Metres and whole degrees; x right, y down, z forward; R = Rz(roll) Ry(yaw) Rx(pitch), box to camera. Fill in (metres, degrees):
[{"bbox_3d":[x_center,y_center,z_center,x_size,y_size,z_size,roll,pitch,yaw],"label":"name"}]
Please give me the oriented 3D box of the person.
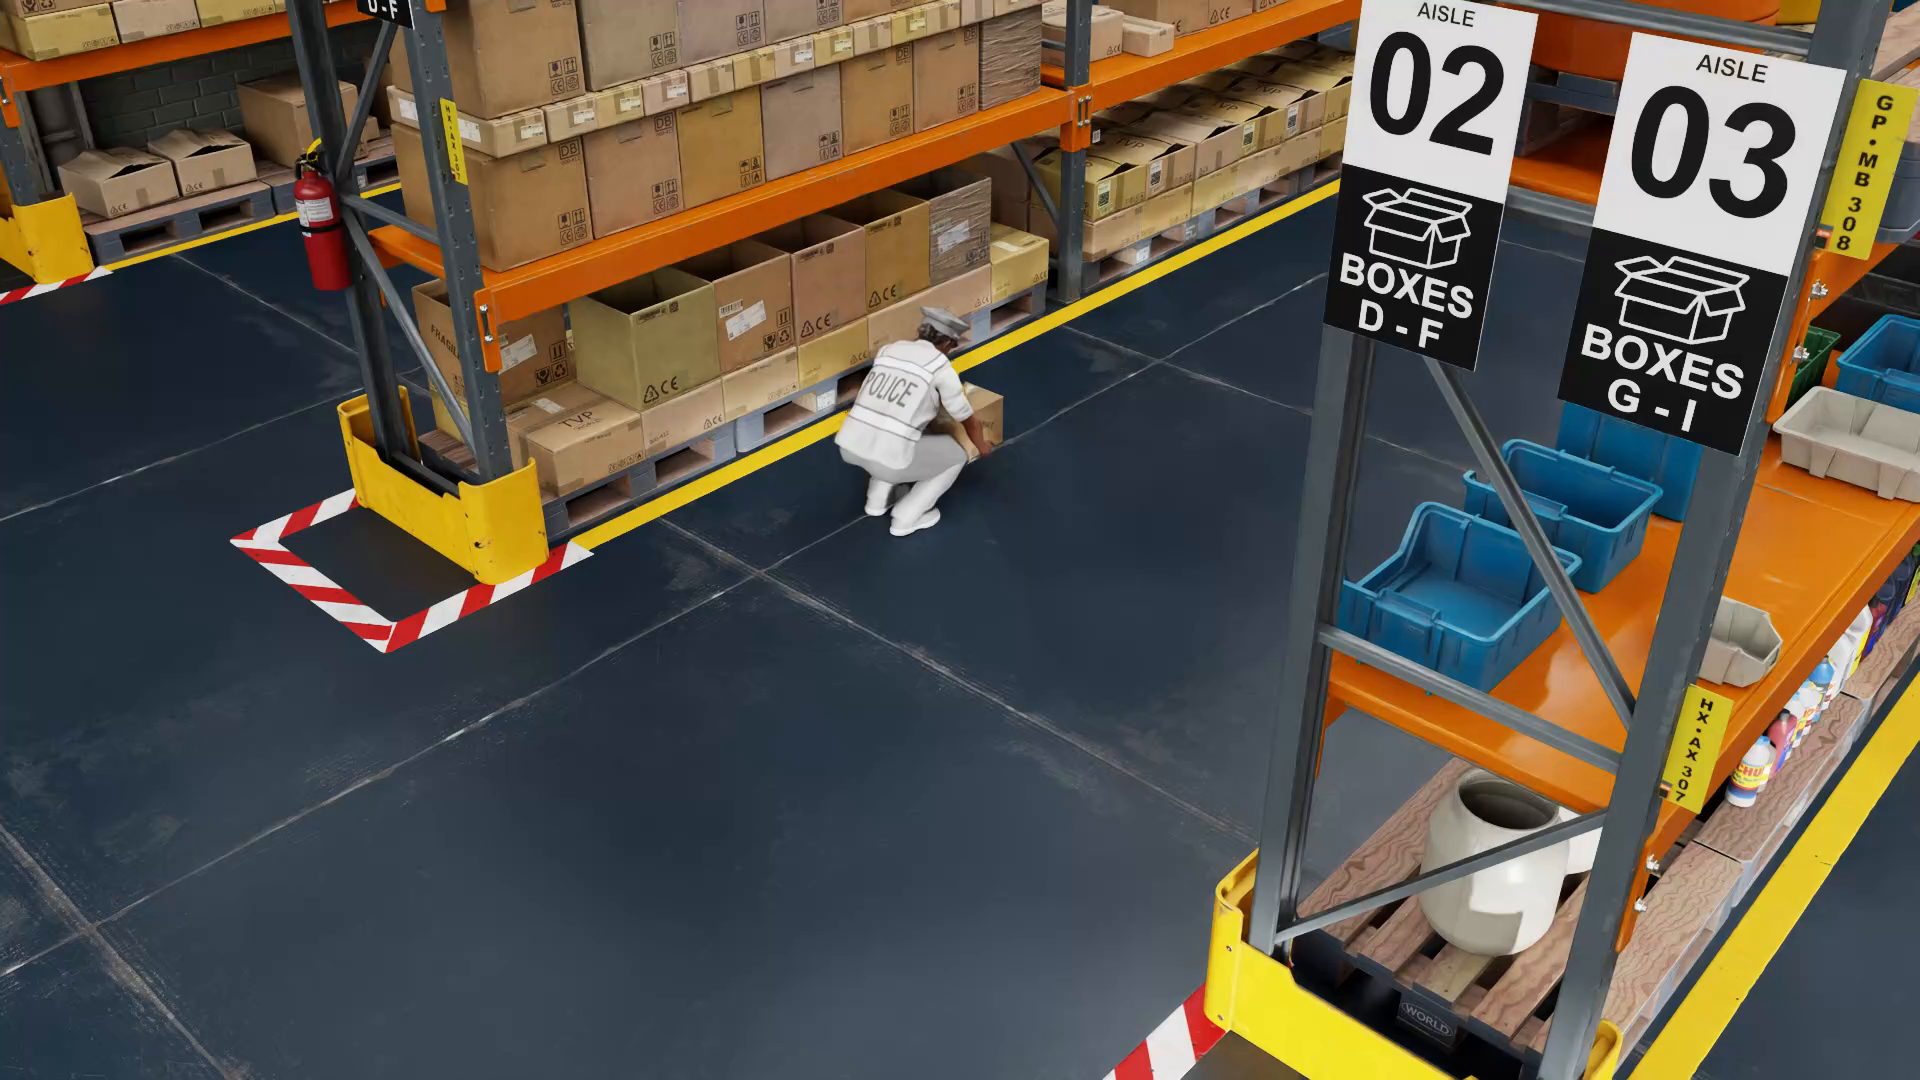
[{"bbox_3d":[-0.221,-0.569,7.760,0.499,0.946,0.848,25,40,35],"label":"person"}]
